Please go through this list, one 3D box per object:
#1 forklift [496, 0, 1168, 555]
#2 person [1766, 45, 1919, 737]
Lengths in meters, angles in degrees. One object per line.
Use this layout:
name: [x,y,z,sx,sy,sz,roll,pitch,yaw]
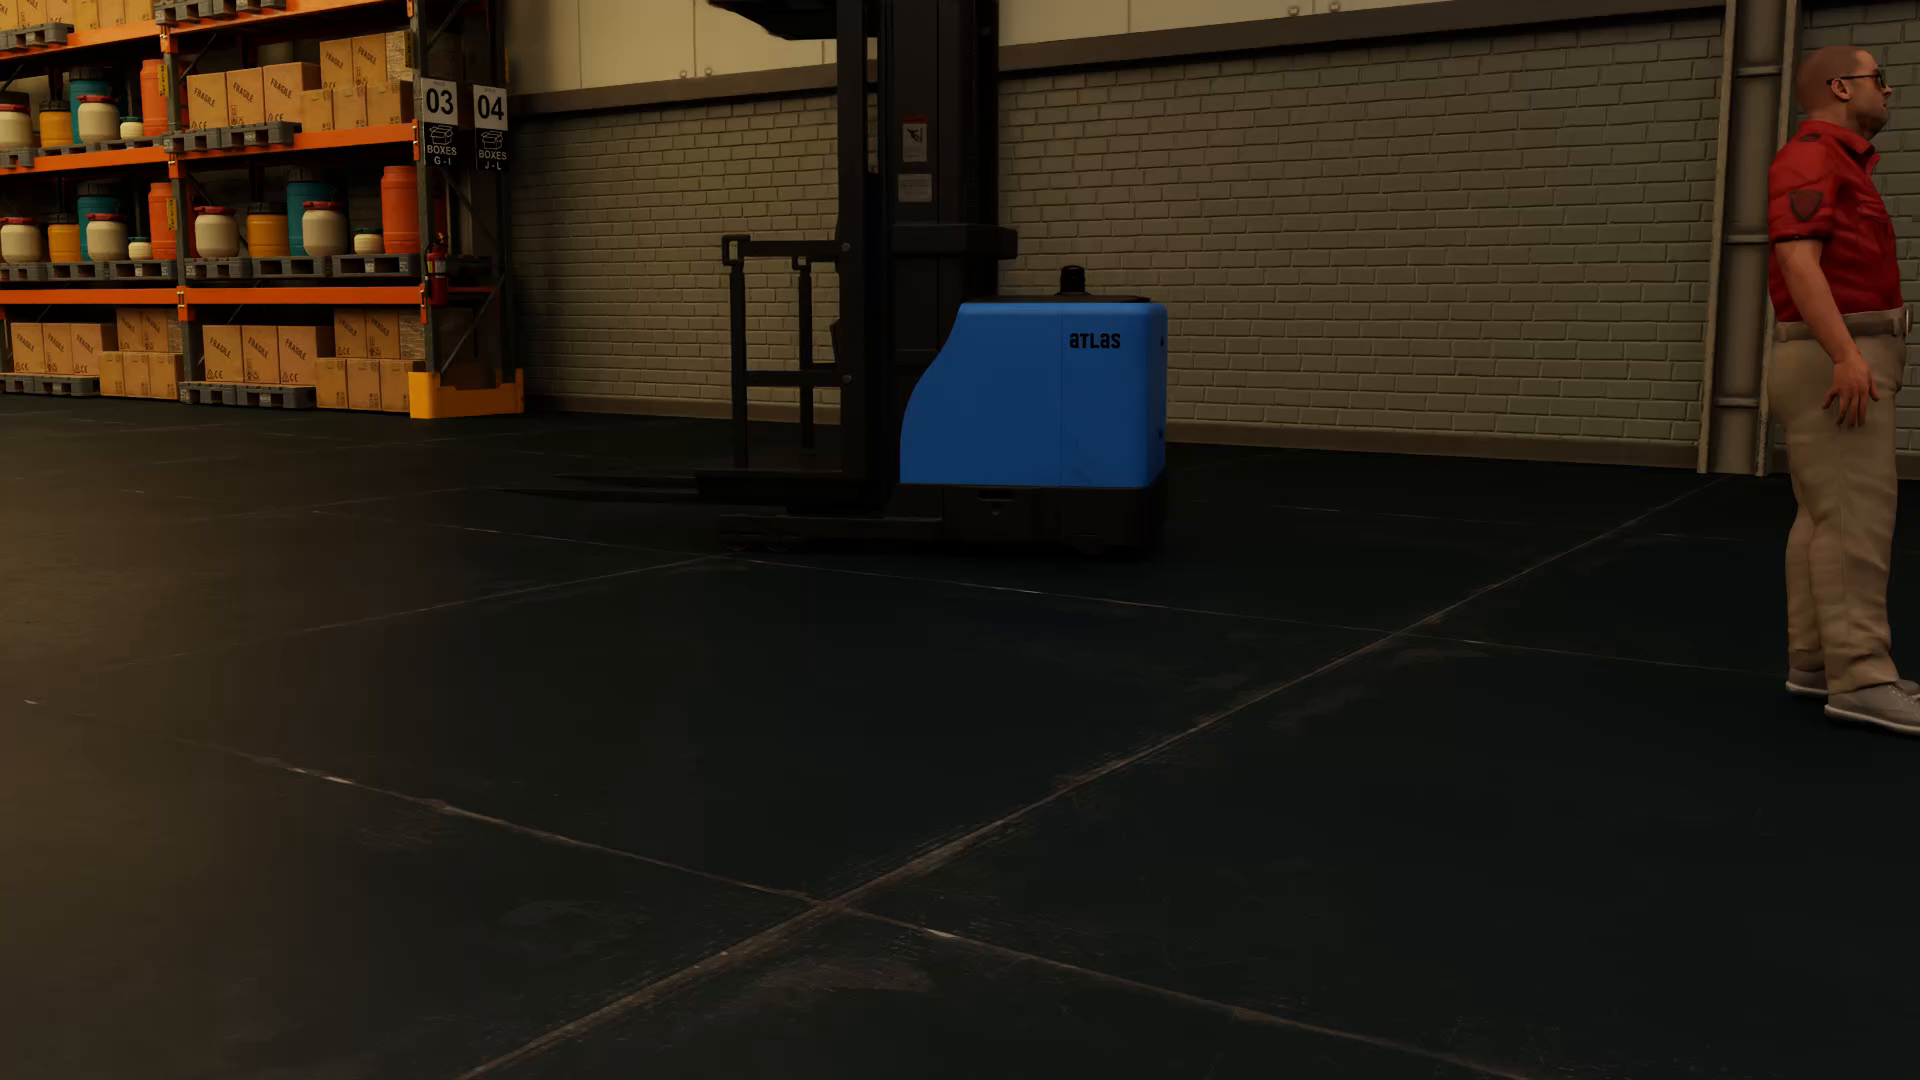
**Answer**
forklift: [-0.596,-1.469,7.520,3.031,2.935,1.130,2,8,12]
person: [2.386,-0.416,4.337,0.551,1.727,0.641,5,9,30]
